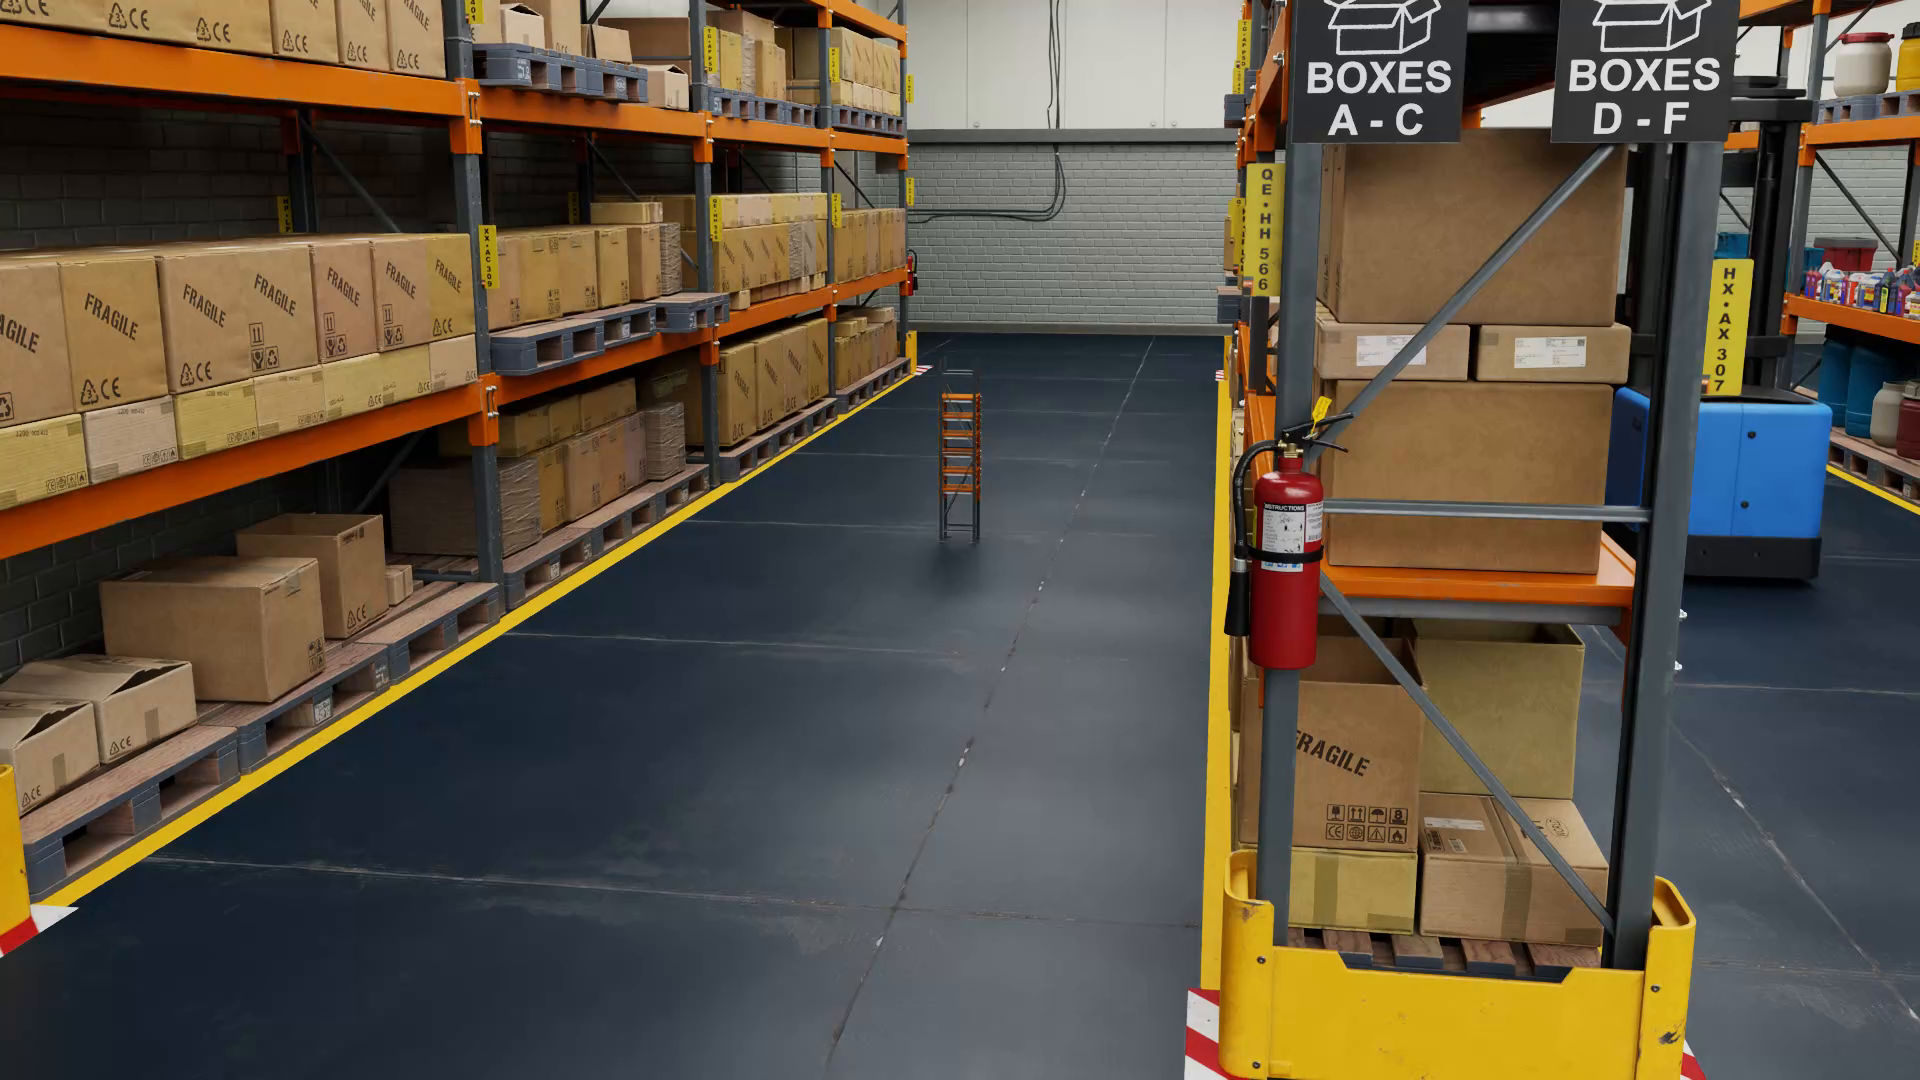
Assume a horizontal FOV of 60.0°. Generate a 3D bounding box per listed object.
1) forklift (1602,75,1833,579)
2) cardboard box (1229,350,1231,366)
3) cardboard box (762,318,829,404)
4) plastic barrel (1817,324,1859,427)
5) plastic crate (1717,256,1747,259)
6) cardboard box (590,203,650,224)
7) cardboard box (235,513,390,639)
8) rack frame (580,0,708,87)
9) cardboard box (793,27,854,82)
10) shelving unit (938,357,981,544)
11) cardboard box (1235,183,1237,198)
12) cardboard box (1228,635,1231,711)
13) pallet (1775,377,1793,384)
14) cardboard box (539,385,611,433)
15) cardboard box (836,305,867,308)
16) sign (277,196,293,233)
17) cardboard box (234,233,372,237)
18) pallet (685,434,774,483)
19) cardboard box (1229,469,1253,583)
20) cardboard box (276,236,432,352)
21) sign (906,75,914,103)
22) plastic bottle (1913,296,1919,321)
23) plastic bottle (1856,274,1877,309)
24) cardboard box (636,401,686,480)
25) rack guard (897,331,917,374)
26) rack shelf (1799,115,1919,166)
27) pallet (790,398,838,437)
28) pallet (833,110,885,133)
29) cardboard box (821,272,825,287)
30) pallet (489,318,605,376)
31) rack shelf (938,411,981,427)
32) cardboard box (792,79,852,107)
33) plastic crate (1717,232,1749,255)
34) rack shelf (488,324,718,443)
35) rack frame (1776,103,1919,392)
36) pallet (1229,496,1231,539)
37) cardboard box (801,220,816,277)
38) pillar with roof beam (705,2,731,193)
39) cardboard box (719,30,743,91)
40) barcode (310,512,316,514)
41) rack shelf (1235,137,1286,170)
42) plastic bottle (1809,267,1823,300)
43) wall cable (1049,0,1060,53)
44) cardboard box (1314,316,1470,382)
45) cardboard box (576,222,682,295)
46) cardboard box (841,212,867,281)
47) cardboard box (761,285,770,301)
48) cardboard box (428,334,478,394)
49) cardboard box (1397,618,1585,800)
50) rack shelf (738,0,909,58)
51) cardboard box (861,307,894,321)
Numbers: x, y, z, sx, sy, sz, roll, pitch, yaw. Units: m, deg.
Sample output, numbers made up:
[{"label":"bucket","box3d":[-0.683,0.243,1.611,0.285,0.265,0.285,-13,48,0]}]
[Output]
[{"label":"forklift","box3d":[4.669,-1.464,10.831,1.130,2.935,3.031,2,12,8]},{"label":"cardboard box","box3d":[3.237,-1.958,18.441,0.500,0.250,0.500,2,12,9]},{"label":"cardboard box","box3d":[-1.727,-1.741,16.058,0.750,0.750,0.750,2,12,9]},{"label":"plastic barrel","box3d":[7.933,-1.472,14.688,0.600,0.901,0.708,2,12,9]},{"label":"plastic crate","box3d":[8.037,-2.808,17.158,0.416,0.233,0.300,2,12,9]},{"label":"cardboard box","box3d":[-2.429,-2.334,11.884,0.380,0.149,0.250,0,12,-1]},{"label":"cardboard box","box3d":[-3.106,0.163,8.005,0.500,0.500,0.500,1,12,4]},{"label":"rack frame","box3d":[-2.371,-4.826,12.028,1.000,3.000,0.127,2,12,9]},{"label":"cardboard box","box3d":[-1.369,-4.879,16.736,0.500,0.500,0.500,2,12,8]},{"label":"shelving unit","box3d":[-0.002,-0.584,10.853,0.258,1.200,0.189,2,12,9]},{"label":"cardboard box","box3d":[3.426,-3.853,19.141,0.500,0.500,0.500,2,12,10]},{"label":"cardboard box","box3d":[1.375,0.532,6.934,0.500,0.250,0.500,2,12,9]},{"label":"pallet","box3d":[8.484,-1.704,18.401,1.003,0.211,1.213,2,12,9]},{"label":"cardboard box","box3d":[-2.654,-0.878,11.056,0.500,0.250,0.500,2,12,8]},{"label":"cardboard box","box3d":[-1.328,-2.743,19.998,0.380,0.149,0.250,2,12,9]},{"label":"sign","box3d":[-3.535,-1.644,8.754,0.100,0.325,0.005,2,12,9]},{"label":"cardboard box","box3d":[-3.265,-1.273,8.308,0.500,0.500,0.500,2,12,7]},{"label":"pallet","box3d":[-2.175,-0.692,13.704,1.003,0.211,1.213,2,12,9]},{"label":"cardboard box","box3d":[1.529,-0.043,7.821,0.500,0.500,0.500,2,12,9]},{"label":"cardboard box","box3d":[-2.824,-1.151,7.745,0.500,0.500,0.500,2,12,8]},{"label":"sign","box3d":[-0.606,-5.399,19.891,0.100,0.325,0.005,2,12,9]},{"label":"plastic bottle","box3d":[7.205,-1.746,12.448,0.097,0.201,0.097,0,12,0]},{"label":"plastic bottle","box3d":[7.408,-2.020,13.539,0.152,0.276,0.135,2,12,9]},{"label":"cardboard box","box3d":[-2.430,-0.735,12.174,0.700,0.500,0.500,2,12,9]},{"label":"rack guard","box3d":[-1.137,-2.342,20.674,1.175,0.500,0.348,2,12,9]},{"label":"rack shelf","box3d":[7.726,-3.104,12.862,1.077,0.370,4.000,2,12,9]},{"label":"pallet","box3d":[-1.800,-1.200,16.061,1.003,0.211,1.213,2,12,9]},{"label":"pallet","box3d":[-1.429,-4.572,18.181,1.003,0.211,1.213,2,12,9]},{"label":"cardboard box","box3d":[-1.528,-2.534,16.179,0.380,0.149,0.250,2,12,9]},{"label":"pallet","box3d":[-2.725,-1.122,9.533,1.003,0.211,1.213,2,12,9]},{"label":"rack shelf","box3d":[-0.002,-0.775,10.812,0.258,0.103,0.180,2,12,9]},{"label":"cardboard box","box3d":[-1.389,-4.509,16.796,0.500,0.250,0.500,2,12,8]},{"label":"plastic crate","box3d":[8.782,-3.209,18.536,0.616,0.435,0.499,2,12,9]},{"label":"rack shelf","box3d":[-2.678,-1.126,10.804,1.077,0.370,4.000,2,12,9]},{"label":"rack frame","box3d":[8.034,-2.405,15.034,1.000,3.000,0.127,2,12,9]},{"label":"pallet","box3d":[2.359,-0.201,11.423,1.003,0.211,1.213,2,12,9]},{"label":"cardboard box","box3d":[-1.646,-2.720,15.502,0.500,0.500,0.500,2,12,9]},{"label":"pillar with roof beam","box3d":[1.751,-5.693,16.051,9.100,9.000,0.400,2,12,9]},{"label":"cardboard box","box3d":[-2.225,-3.953,13.816,0.700,0.500,0.500,3,12,12]},{"label":"barcode","box3d":[-3.306,-0.106,8.494,0.001,0.075,0.075,2,12,9]},{"label":"rack shelf","box3d":[3.447,-4.098,17.474,1.077,0.370,4.000,2,12,9]},{"label":"plastic bottle","box3d":[7.535,-2.258,14.627,0.061,0.283,0.133,2,12,9]},{"label":"wall cable","box3d":[2.756,-8.521,24.553,3.097,2.526,0.112,2,12,9]},{"label":"cardboard box","box3d":[1.165,-0.520,4.510,0.380,0.149,0.250,2,12,8]},{"label":"cardboard box","box3d":[-2.433,-2.059,12.148,0.700,0.500,0.500,0,12,2]},{"label":"cardboard box","box3d":[-1.538,-3.137,17.718,0.980,0.700,0.700,2,12,7]},{"label":"cardboard box","box3d":[-1.866,-2.161,14.451,0.380,0.149,0.250,2,12,9]},{"label":"cardboard box","box3d":[-2.759,-0.889,8.307,0.500,0.250,0.500,2,12,9]},{"label":"cardboard box","box3d":[1.672,0.495,5.326,0.500,0.500,0.500,2,12,9]},{"label":"rack shelf","box3d":[-1.448,-5.528,17.941,1.077,0.370,4.000,2,12,9]},{"label":"cardboard box","box3d":[-0.989,-2.678,19.695,0.380,0.149,0.250,2,12,8]}]
